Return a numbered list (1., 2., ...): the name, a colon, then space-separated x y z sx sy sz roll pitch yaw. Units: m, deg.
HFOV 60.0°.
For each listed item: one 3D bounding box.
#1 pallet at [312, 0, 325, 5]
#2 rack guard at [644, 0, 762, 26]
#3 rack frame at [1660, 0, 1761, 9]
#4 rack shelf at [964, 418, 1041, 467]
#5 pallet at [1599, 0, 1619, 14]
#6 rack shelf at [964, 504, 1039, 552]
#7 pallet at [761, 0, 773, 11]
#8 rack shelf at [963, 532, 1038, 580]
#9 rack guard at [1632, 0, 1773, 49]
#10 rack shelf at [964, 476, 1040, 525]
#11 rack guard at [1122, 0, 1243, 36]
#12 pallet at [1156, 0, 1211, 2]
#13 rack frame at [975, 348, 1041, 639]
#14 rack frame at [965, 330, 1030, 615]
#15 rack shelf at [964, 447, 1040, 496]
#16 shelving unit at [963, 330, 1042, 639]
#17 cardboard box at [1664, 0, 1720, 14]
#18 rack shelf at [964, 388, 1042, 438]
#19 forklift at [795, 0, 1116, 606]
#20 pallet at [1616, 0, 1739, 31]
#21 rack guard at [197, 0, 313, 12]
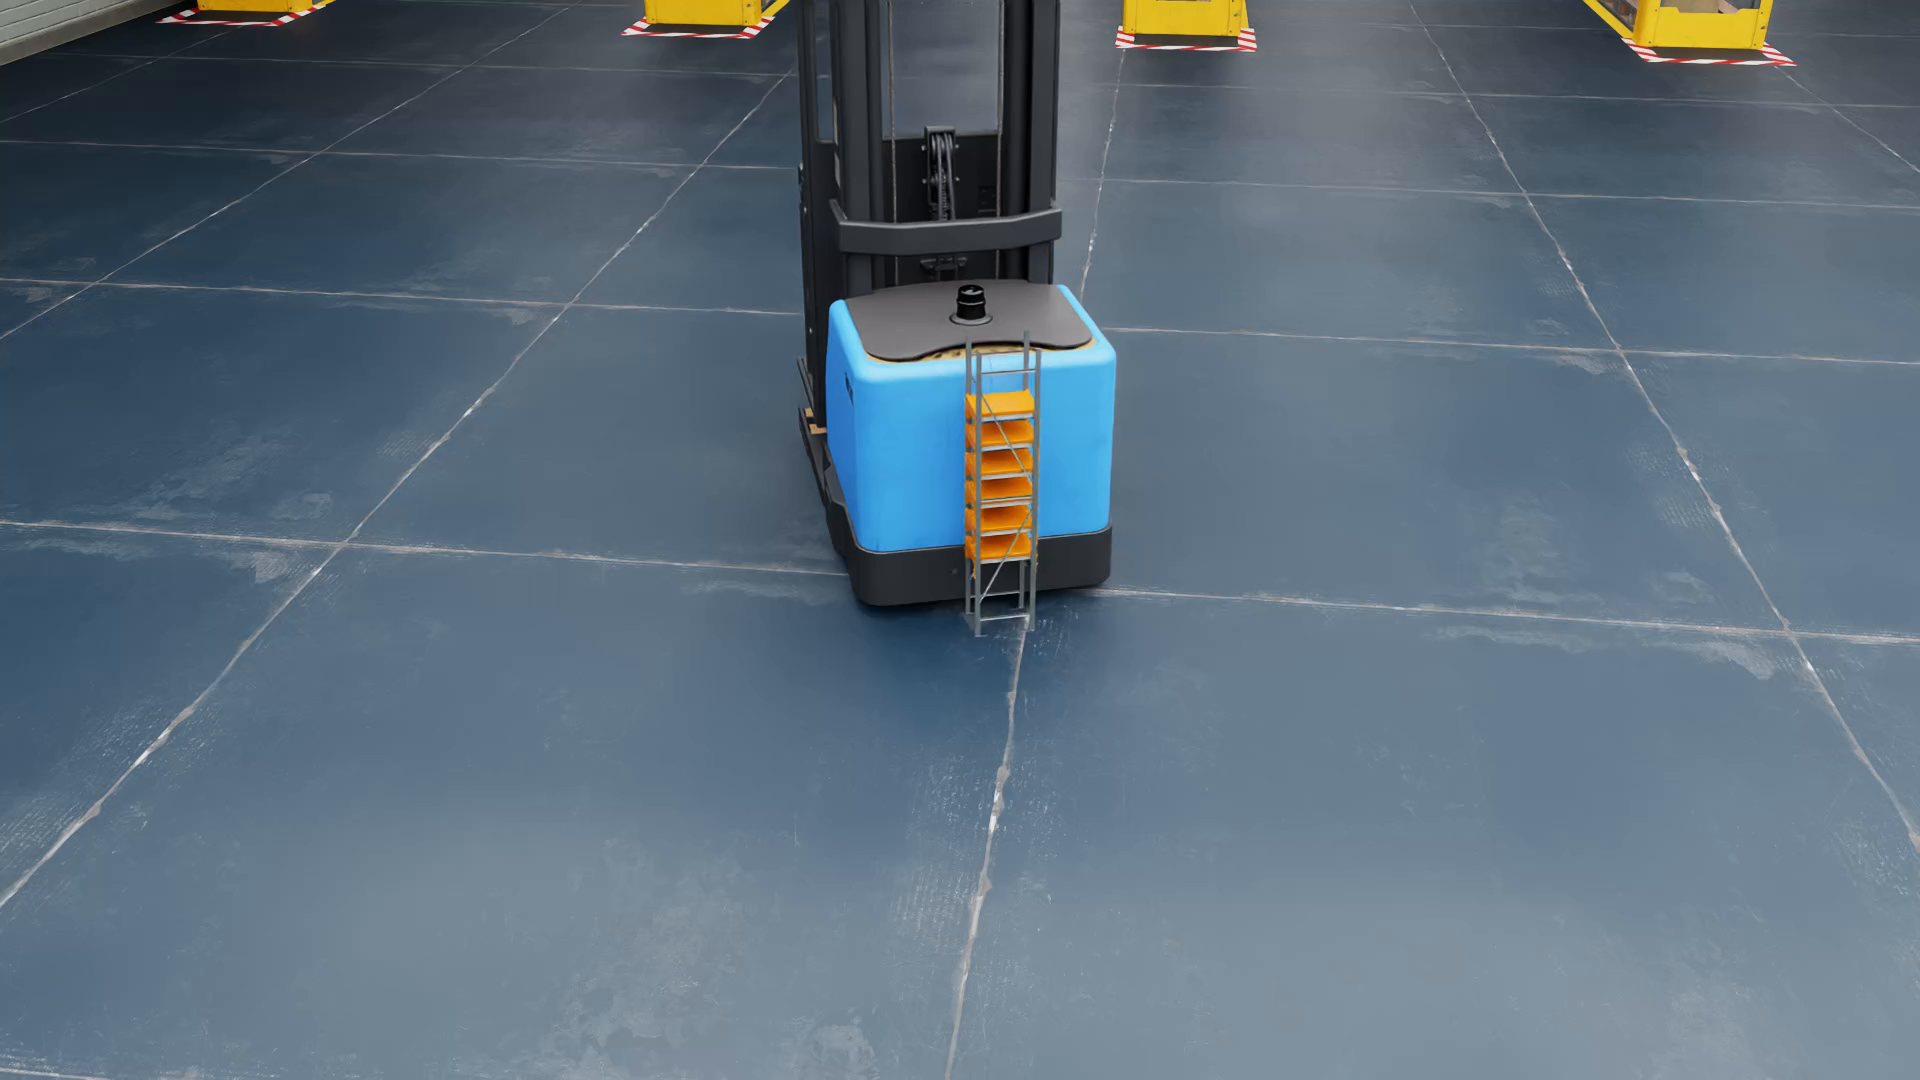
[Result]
1. pallet: -7.420 -6.180 18.498 1.003 0.211 1.213 3 28 6
2. rack guard: -2.650 -5.593 17.105 1.175 0.500 0.348 3 28 6
3. rack frame: 7.184 -6.128 15.461 1.000 3.000 0.127 3 28 6
4. rack shelf: 0.158 -0.368 6.256 0.258 0.103 0.180 -5 29 -10
5. pallet: 7.480 -5.889 17.958 1.003 0.211 1.213 3 28 6
6. rack shelf: 0.158 -0.051 6.427 0.258 0.103 0.180 -5 29 -10
7. pallet: -2.595 -5.840 17.867 1.003 0.211 1.213 3 28 6
8. rack shelf: 0.158 0.054 6.484 0.258 0.103 0.180 -5 29 -10
9. rack guard: 7.193 -5.063 16.121 1.175 0.500 0.348 3 28 6
10. rack shelf: 0.158 -0.157 6.370 0.258 0.103 0.180 -5 29 -10
11. rack guard: 2.231 -5.354 16.660 1.175 0.500 0.348 3 28 6
12. pallet: 2.336 -5.608 17.438 1.003 0.211 1.213 3 28 6
13. rack frame: 0.176 -0.154 6.270 0.240 1.200 0.006 -5 29 -10
14. rack frame: 0.140 -0.239 6.428 0.240 1.200 0.006 -5 29 -10
15. rack shelf: 0.158 -0.263 6.313 0.258 0.103 0.180 -5 29 -10
16. shelving unit: 0.158 -0.196 6.349 0.258 1.200 0.189 -5 29 -10
17. cardboard box: 7.277 -5.505 16.498 0.500 0.500 0.500 9 30 16
18. rack shelf: 0.158 -0.474 6.199 0.258 0.103 0.180 -5 29 -10
19. forklift: -0.176 -1.708 7.329 1.130 2.935 3.031 -5 29 -10
20. pallet: 7.328 -5.316 16.895 1.003 0.211 1.213 3 28 6
21. rack guard: -7.555 -5.927 17.724 1.175 0.500 0.348 3 28 6
